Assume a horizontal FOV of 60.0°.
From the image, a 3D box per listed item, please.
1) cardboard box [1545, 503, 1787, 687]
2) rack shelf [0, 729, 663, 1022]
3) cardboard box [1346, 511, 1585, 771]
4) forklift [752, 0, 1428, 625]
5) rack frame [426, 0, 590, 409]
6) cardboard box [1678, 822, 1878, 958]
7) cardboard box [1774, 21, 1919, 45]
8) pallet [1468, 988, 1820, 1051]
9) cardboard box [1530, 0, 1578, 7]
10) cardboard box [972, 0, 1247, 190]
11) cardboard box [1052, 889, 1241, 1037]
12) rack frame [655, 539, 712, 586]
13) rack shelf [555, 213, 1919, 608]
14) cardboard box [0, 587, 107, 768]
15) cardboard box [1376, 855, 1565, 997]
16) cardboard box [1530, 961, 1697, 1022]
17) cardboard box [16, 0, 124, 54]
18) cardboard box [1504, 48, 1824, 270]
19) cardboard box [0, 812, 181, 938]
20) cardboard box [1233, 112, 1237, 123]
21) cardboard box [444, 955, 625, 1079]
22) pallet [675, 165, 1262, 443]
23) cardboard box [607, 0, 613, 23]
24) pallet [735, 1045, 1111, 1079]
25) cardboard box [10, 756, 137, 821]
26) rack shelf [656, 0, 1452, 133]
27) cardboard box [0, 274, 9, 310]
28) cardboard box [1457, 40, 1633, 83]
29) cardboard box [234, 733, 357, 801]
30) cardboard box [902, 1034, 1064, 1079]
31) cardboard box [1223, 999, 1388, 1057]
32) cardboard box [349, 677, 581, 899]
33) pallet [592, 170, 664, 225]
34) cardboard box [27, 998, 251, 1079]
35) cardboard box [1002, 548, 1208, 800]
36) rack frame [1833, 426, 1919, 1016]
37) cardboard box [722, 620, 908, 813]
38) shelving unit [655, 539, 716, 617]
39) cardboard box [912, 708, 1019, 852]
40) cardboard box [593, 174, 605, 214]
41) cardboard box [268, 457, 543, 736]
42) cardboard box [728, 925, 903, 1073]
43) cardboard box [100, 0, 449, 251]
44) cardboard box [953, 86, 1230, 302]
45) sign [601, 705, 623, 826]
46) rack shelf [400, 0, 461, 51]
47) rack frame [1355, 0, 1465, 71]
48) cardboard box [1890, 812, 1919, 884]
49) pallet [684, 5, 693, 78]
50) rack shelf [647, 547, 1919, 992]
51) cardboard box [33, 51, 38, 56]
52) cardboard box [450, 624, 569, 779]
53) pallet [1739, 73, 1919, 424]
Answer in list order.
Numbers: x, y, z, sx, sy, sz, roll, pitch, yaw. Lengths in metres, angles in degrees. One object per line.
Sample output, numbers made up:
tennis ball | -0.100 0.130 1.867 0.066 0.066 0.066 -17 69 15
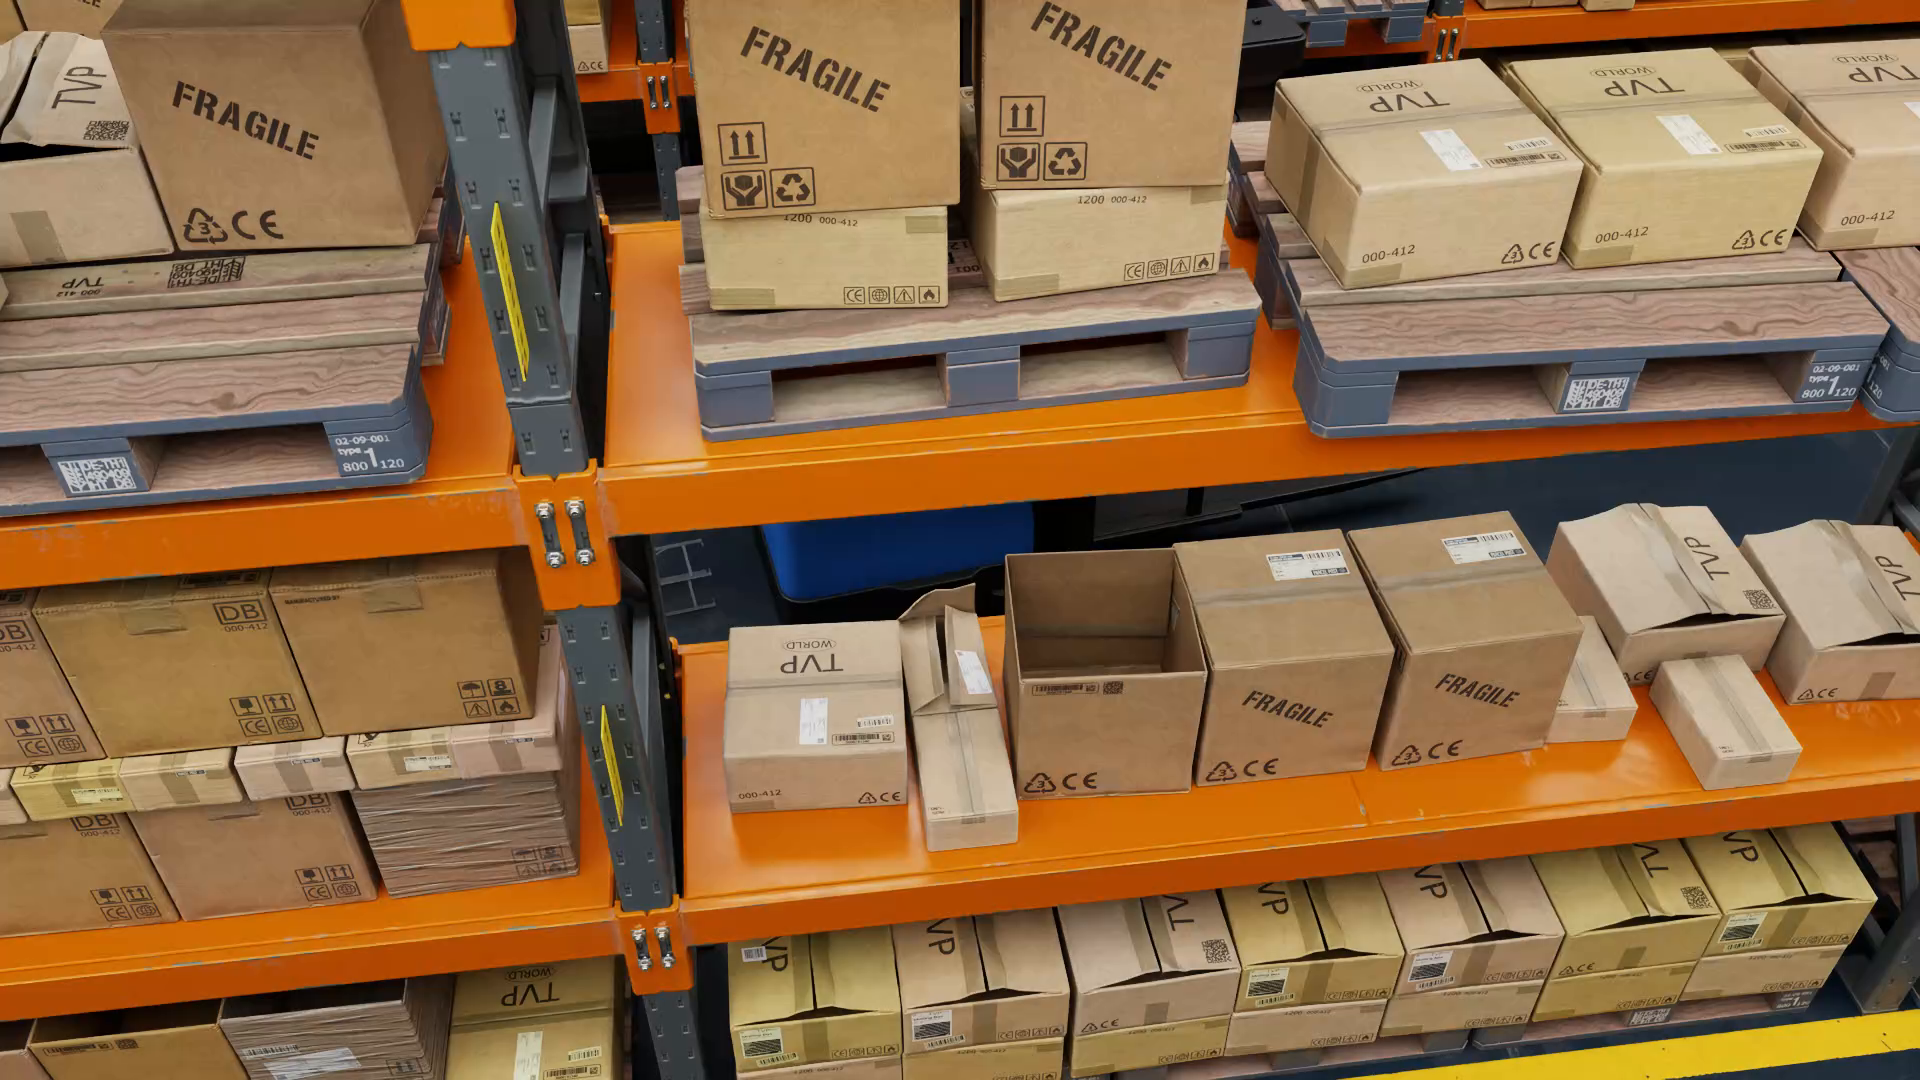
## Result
cardboard box | 2.160 0.152 5.123 0.500 0.311 0.500 -5 42 -6
rack shelf | -2.877 0.958 4.700 4.000 0.370 1.077 -5 42 -6
cardboard box | 1.411 0.290 4.830 0.500 0.500 0.500 -7 43 -8
forklift | 0.600 -1.203 6.611 3.031 2.935 1.130 -11 43 -12
rack frame | -0.894 -1.710 2.642 0.127 3.000 1.000 -5 42 -6
cardboard box | 2.585 1.036 5.398 0.500 0.311 0.500 -4 42 -4
cardboard box | 4.884 -2.602 9.402 0.750 0.750 0.750 -4 42 -4
pallet | 2.251 1.251 5.920 1.213 0.211 1.003 -5 42 -6
cardboard box | 3.034 -2.924 8.640 0.250 0.149 0.380 -4 42 -5
cardboard box | 0.284 -1.067 3.408 0.500 0.500 0.500 -1 42 -1
cardboard box | 0.558 1.218 5.196 0.500 0.311 0.500 -6 42 -7
rack frame | -1.656 0.190 6.973 1.200 0.006 0.240 -12 43 -13
rack shelf | 1.089 -0.503 4.081 4.000 0.370 1.077 -5 42 -6
cardboard box | -2.331 0.129 4.039 0.500 0.500 0.700 -5 42 -6
cardboard box | 1.569 1.128 5.296 0.500 0.311 0.500 -5 42 -6
cardboard box | 2.072 1.290 5.535 0.500 0.250 0.500 -5 42 -6
cardboard box | -3.989 -2.574 7.616 0.500 0.500 0.500 -6 42 -7
cardboard box | 1.544 -0.867 3.746 0.500 0.250 0.500 -6 42 -6
cardboard box | -2.353 0.614 4.470 0.500 0.500 0.700 -4 42 -5
cardboard box | 1.193 -2.290 9.302 0.500 0.500 0.700 -5 42 -6
cardboard box | -1.325 1.568 5.227 0.500 0.250 0.500 -5 42 -6
pallet | -0.021 -0.610 3.806 1.217 0.209 0.805 -7 42 -7
cardboard box | -2.034 -2.825 8.455 0.500 0.250 0.500 -5 42 -5
pallet | -0.169 1.463 5.685 1.213 0.211 1.003 -5 42 -6
cardboard box | -2.145 0.493 4.120 0.250 0.149 0.380 -5 42 -6
rack shelf | 0.443 -2.679 8.732 4.000 0.370 1.077 -5 42 -6
cardboard box | -2.055 -0.425 3.226 0.250 0.149 0.380 -5 42 -6
cardboard box | 3.172 -2.454 9.237 0.750 0.750 0.750 -6 42 -6
cardboard box | -1.641 0.450 4.168 0.250 0.149 0.380 -6 42 -7
cardboard box | 0.045 1.469 5.337 0.500 0.250 0.500 -4 42 -4
cardboard box | 1.063 1.378 5.437 0.500 0.250 0.500 -4 42 -5
cardboard box | -1.333 0.523 4.571 0.500 0.500 0.700 -6 42 -7
pallet | -2.201 -1.655 9.142 1.213 0.211 1.003 -5 42 -6
cardboard box | -2.318 1.371 4.885 0.500 0.500 0.500 -5 42 -6
cardboard box | 0.392 0.379 4.731 0.500 0.500 0.500 -2 42 -2
rack frame | 3.072 0.170 5.037 0.127 3.000 1.000 -5 42 -6
cardboard box | -0.412 0.502 4.782 0.500 0.250 0.500 -3 42 -3
shelving unit | -1.656 0.258 7.034 1.200 0.189 0.258 -12 43 -13
cardboard box | 0.011 0.670 4.671 0.250 0.149 0.380 -5 42 -6
cardboard box | -2.067 -1.817 9.027 0.250 0.166 0.380 -10 43 -11
cardboard box | -1.333 0.041 4.136 0.500 0.500 0.700 -5 42 -5
cardboard box | -0.452 1.304 5.101 0.500 0.311 0.500 -5 42 -5
cardboard box | -1.428 -0.973 3.572 0.500 0.500 0.500 -2 42 -2
cardboard box | 0.262 -0.793 3.664 0.500 0.250 0.500 -9 43 -10
sign | -0.821 0.535 3.927 0.005 0.325 0.100 -5 42 -6
rack shelf | -2.877 -1.121 2.825 4.000 0.370 1.077 -5 42 -6
rack frame | 2.426 -3.119 8.684 0.127 3.000 1.000 -5 42 -6
cardboard box | 3.561 1.085 5.560 0.500 0.500 0.500 -3 42 -4
pallet | -0.763 -2.670 8.329 1.213 0.211 1.003 -5 42 -6
rack shelf | 1.089 0.611 5.085 4.000 0.370 1.077 -5 42 -6
cardboard box | -4.468 -2.262 7.831 0.500 0.250 0.500 -6 42 -7
cardboard box | -1.136 0.405 4.217 0.250 0.149 0.380 -5 42 -6
pallet | 2.411 -0.755 3.964 1.003 0.211 1.213 -3 42 -4
